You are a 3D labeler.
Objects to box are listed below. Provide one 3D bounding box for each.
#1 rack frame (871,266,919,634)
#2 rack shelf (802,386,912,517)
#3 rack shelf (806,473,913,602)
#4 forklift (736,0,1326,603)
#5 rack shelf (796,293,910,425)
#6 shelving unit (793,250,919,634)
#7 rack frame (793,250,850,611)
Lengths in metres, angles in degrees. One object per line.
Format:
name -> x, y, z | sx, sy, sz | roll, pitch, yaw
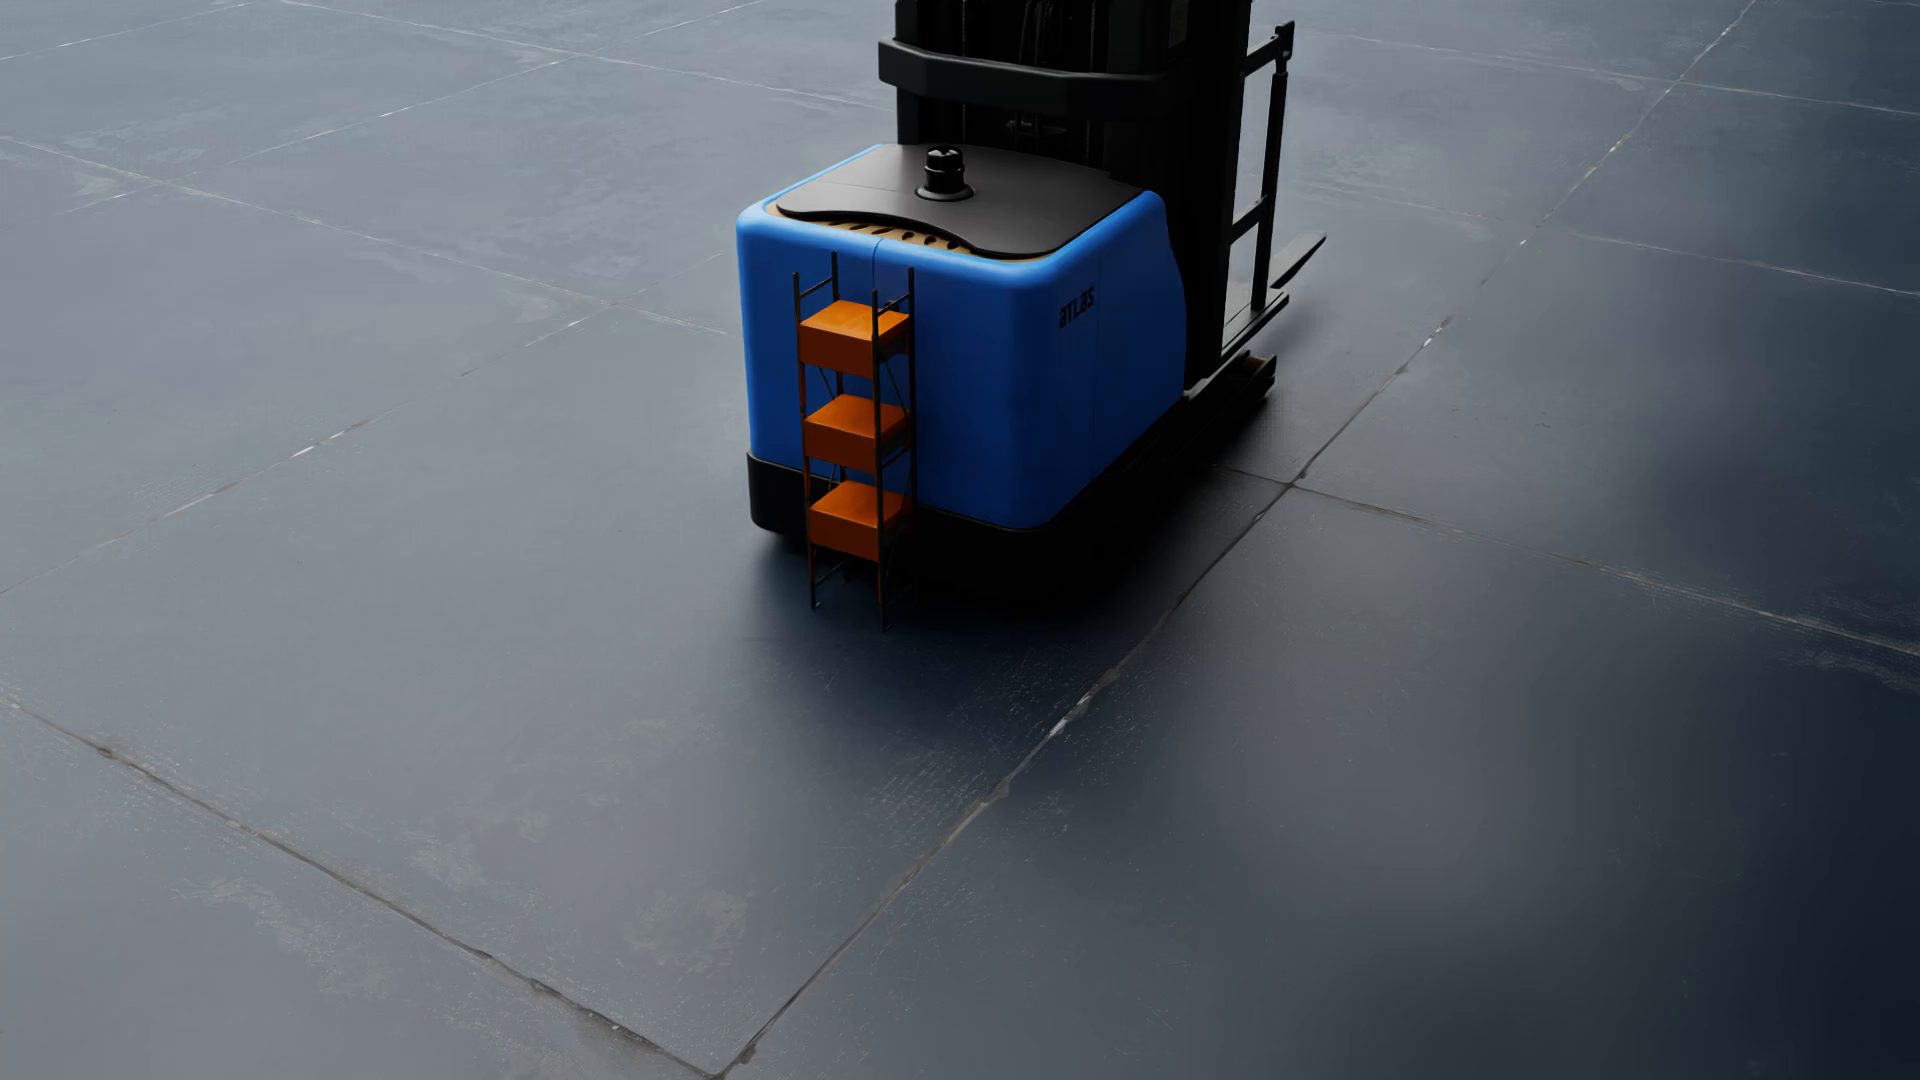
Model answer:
rack frame -> -0.174, -0.228, 4.599 | 0.008, 1.050, 0.200 | 16, 34, 25
rack shelf -> -0.281, -0.249, 4.656 | 0.240, 0.259, 0.215 | 16, 34, 25
rack shelf -> -0.281, -0.009, 4.796 | 0.240, 0.259, 0.215 | 16, 34, 25
forklift -> 0.508, -1.794, 5.417 | 1.130, 2.935, 3.031 | 16, 34, 25
rack shelf -> -0.281, -0.494, 4.513 | 0.240, 0.259, 0.215 | 16, 34, 25
shelving unit -> -0.281, -0.258, 4.651 | 0.252, 1.050, 0.215 | 16, 34, 25
rack frame -> -0.387, -0.289, 4.703 | 0.008, 1.050, 0.200 | 16, 34, 25
